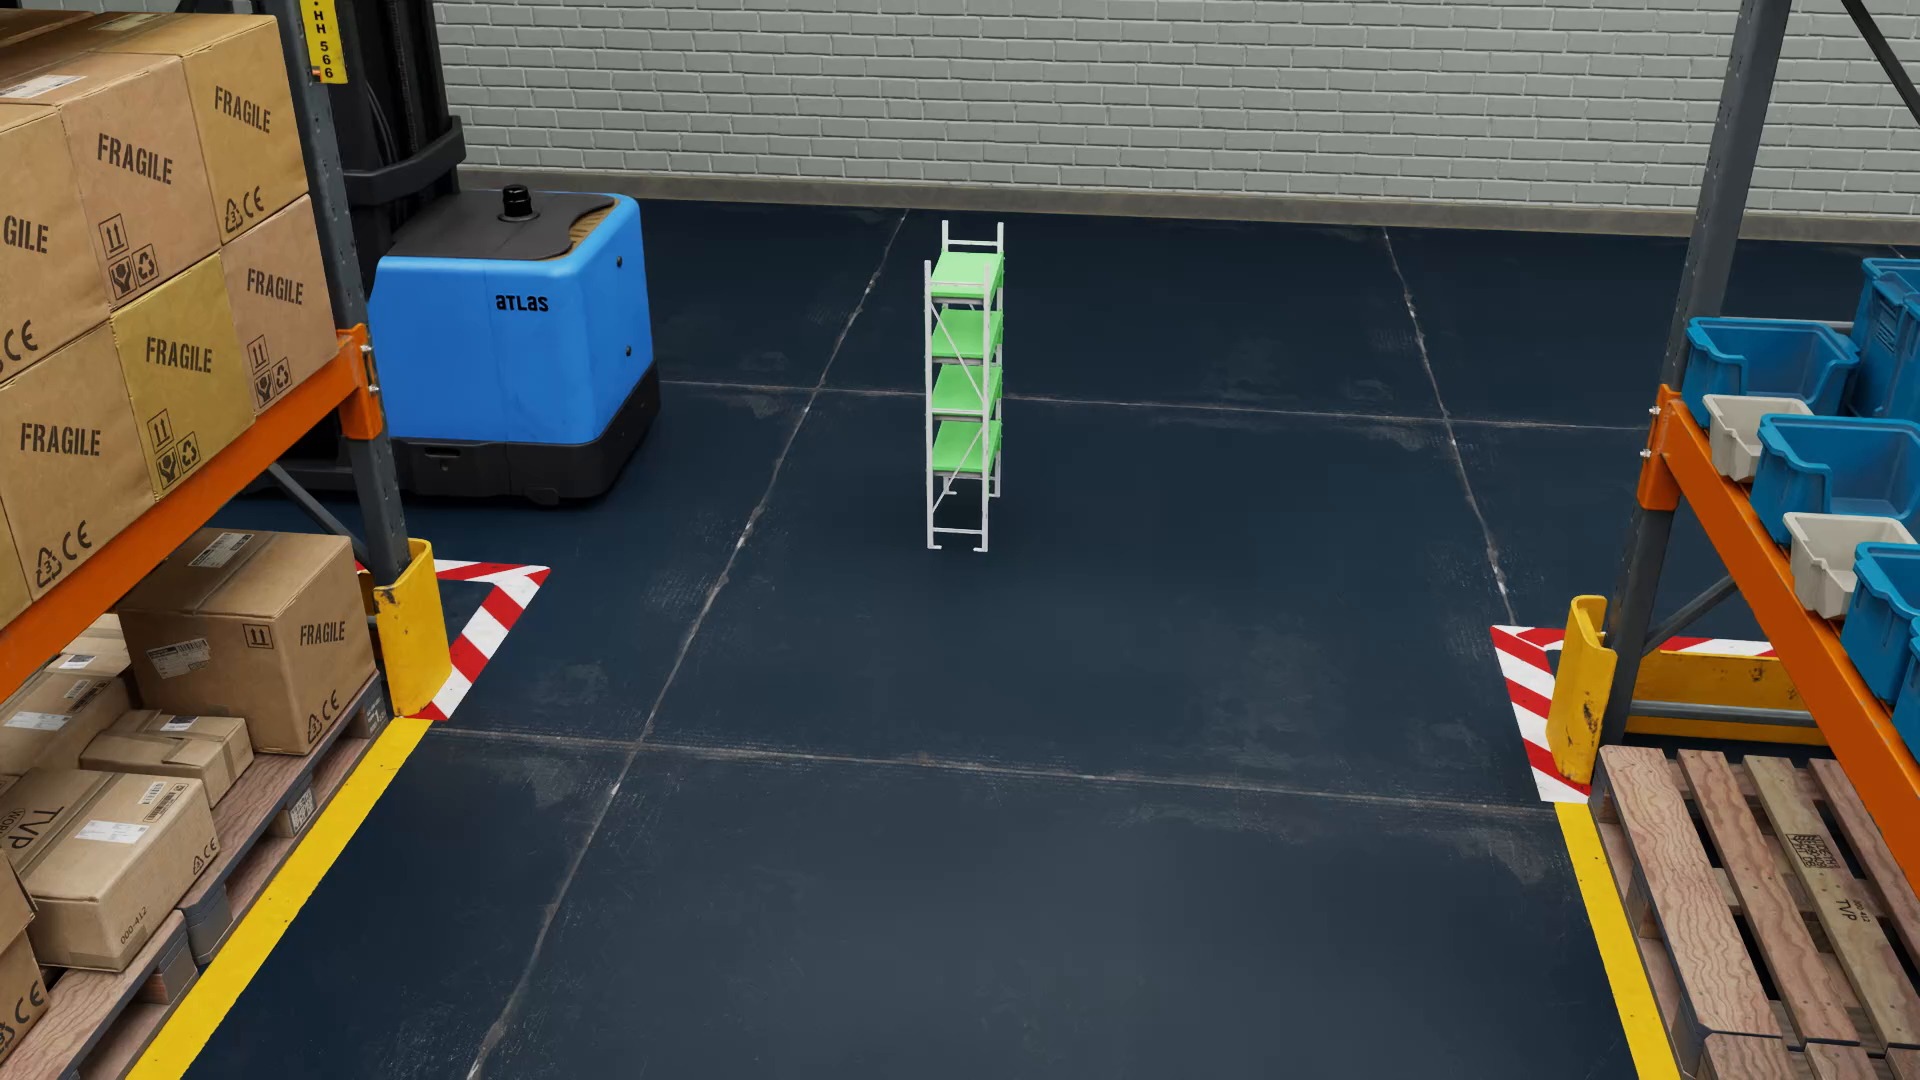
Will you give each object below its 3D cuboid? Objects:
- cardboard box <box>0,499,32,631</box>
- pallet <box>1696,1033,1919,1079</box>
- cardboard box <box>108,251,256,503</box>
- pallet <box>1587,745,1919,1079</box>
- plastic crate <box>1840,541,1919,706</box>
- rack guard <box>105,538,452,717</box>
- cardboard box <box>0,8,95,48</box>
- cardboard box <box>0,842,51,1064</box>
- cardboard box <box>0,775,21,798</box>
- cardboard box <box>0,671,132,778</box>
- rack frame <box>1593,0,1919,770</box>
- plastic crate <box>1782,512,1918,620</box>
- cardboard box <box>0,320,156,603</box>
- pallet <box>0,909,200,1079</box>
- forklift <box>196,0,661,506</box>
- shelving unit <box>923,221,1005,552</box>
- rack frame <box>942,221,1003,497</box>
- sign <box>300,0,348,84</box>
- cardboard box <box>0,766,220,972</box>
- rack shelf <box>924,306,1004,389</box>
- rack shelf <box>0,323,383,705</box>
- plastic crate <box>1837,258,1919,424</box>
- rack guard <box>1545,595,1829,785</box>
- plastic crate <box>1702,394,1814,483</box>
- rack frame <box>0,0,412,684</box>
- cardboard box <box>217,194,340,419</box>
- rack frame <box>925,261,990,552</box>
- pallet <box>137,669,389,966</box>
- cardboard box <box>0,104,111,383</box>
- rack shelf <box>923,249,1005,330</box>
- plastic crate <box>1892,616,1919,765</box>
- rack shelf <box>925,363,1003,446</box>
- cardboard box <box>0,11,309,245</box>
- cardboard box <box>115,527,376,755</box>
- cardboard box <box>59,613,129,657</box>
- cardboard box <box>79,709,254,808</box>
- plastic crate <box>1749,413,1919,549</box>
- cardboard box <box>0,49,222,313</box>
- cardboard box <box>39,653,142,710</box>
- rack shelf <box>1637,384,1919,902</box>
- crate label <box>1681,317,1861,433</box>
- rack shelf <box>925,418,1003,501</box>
[{"bbox_3d":[-2.356,0.030,3.427,0.500,0.500,0.500,3,28,5],"label":"cardboard box"},{"bbox_3d":[2.241,1.607,3.545,1.003,0.211,1.213,3,28,6],"label":"pallet"},{"bbox_3d":[-2.227,-0.442,4.302,0.500,0.500,0.500,4,29,7],"label":"cardboard box"},{"bbox_3d":[2.393,1.034,4.608,1.003,0.211,1.213,3,28,6],"label":"pallet"},{"bbox_3d":[2.015,0.185,3.358,0.416,0.233,0.300,3,28,6],"label":"plastic crate"},{"bbox_3d":[-2.392,0.267,5.727,1.175,0.500,0.348,3,28,6],"label":"rack guard"},{"bbox_3d":[-2.699,-1.160,4.580,0.500,0.500,0.500,4,29,8],"label":"cardboard box"},{"bbox_3d":[-2.648,1.035,3.835,0.797,0.503,0.637,3,28,6],"label":"cardboard box"},{"bbox_3d":[-2.853,0.858,4.430,0.500,0.250,0.500,3,28,6],"label":"cardboard box"},{"bbox_3d":[-2.792,0.623,4.867,0.500,0.250,0.500,3,28,6],"label":"cardboard box"},{"bbox_3d":[2.533,-0.579,4.663,1.000,3.000,0.127,3,28,6],"label":"rack frame"},{"bbox_3d":[1.971,0.073,3.667,0.250,0.136,0.298,3,28,6],"label":"plastic crate"},{"bbox_3d":[-2.294,-0.207,3.867,0.500,0.500,0.500,4,29,7],"label":"cardboard box"},{"bbox_3d":[-2.641,1.343,4.036,1.003,0.211,1.213,3,28,6],"label":"pallet"},{"bbox_3d":[-2.944,-1.717,6.847,3.031,2.935,1.130,3,28,5],"label":"forklift"},{"bbox_3d":[0.020,-0.606,6.610,0.258,1.200,0.503,3,28,6],"label":"shelving unit"},{"bbox_3d":[0.050,-0.721,6.823,0.240,1.200,0.015,3,28,6],"label":"rack frame"},{"bbox_3d":[-1.834,-1.476,4.773,0.100,0.325,0.005,3,28,6],"label":"sign"},{"bbox_3d":[-2.351,0.864,4.420,0.500,0.250,0.500,3,28,6],"label":"cardboard box"},{"bbox_3d":[0.020,-0.761,6.527,0.258,0.148,0.480,3,28,6],"label":"rack shelf"},{"bbox_3d":[-2.628,0.389,3.623,1.077,0.370,4.000,3,28,6],"label":"rack shelf"},{"bbox_3d":[2.677,-0.453,4.327,0.616,0.435,0.499,3,28,6],"label":"plastic crate"},{"bbox_3d":[2.523,0.509,5.278,1.175,0.500,0.348,3,28,6],"label":"rack guard"},{"bbox_3d":[2.055,-0.246,4.259,0.250,0.136,0.298,3,28,6],"label":"plastic crate"},{"bbox_3d":[-2.383,-0.869,5.200,1.000,3.000,0.127,3,28,6],"label":"rack frame"},{"bbox_3d":[-2.167,-0.686,4.756,0.500,0.500,0.500,4,29,8],"label":"cardboard box"},{"bbox_3d":[-0.010,-0.491,6.397,0.240,1.200,0.015,3,28,6],"label":"rack frame"},{"bbox_3d":[-2.489,0.770,5.099,1.003,0.211,1.213,3,28,6],"label":"pallet"},{"bbox_3d":[-2.284,-0.645,3.626,0.500,0.500,0.500,4,29,8],"label":"cardboard box"},{"bbox_3d":[0.020,-0.972,6.413,0.258,0.148,0.480,3,28,6],"label":"rack shelf"},{"bbox_3d":[1.978,0.326,3.095,0.416,0.233,0.300,3,28,6],"label":"plastic crate"},{"bbox_3d":[0.020,-0.550,6.640,0.258,0.148,0.480,3,28,6],"label":"rack shelf"},{"bbox_3d":[-2.164,-1.128,4.521,0.500,0.500,0.500,3,28,6],"label":"cardboard box"},{"bbox_3d":[-2.205,0.308,5.187,0.500,0.500,0.500,3,28,6],"label":"cardboard box"},{"bbox_3d":[-2.775,0.370,5.443,0.380,0.149,0.250,3,28,6],"label":"cardboard box"},{"bbox_3d":[-2.344,0.640,4.922,0.380,0.166,0.250,3,28,6],"label":"cardboard box"},{"bbox_3d":[2.095,-0.125,3.933,0.416,0.233,0.300,3,28,6],"label":"plastic crate"},{"bbox_3d":[-2.225,-0.890,4.079,0.500,0.500,0.500,4,29,8],"label":"cardboard box"},{"bbox_3d":[-2.806,0.480,5.221,0.380,0.166,0.250,3,28,6],"label":"cardboard box"},{"bbox_3d":[2.288,0.679,3.086,1.077,0.370,4.000,3,28,6],"label":"rack shelf"},{"bbox_3d":[2.176,-0.435,4.508,0.416,0.233,0.303,3,28,6],"label":"crate label"},{"bbox_3d":[0.020,-0.339,6.754,0.258,0.148,0.480,3,28,6],"label":"rack shelf"}]
